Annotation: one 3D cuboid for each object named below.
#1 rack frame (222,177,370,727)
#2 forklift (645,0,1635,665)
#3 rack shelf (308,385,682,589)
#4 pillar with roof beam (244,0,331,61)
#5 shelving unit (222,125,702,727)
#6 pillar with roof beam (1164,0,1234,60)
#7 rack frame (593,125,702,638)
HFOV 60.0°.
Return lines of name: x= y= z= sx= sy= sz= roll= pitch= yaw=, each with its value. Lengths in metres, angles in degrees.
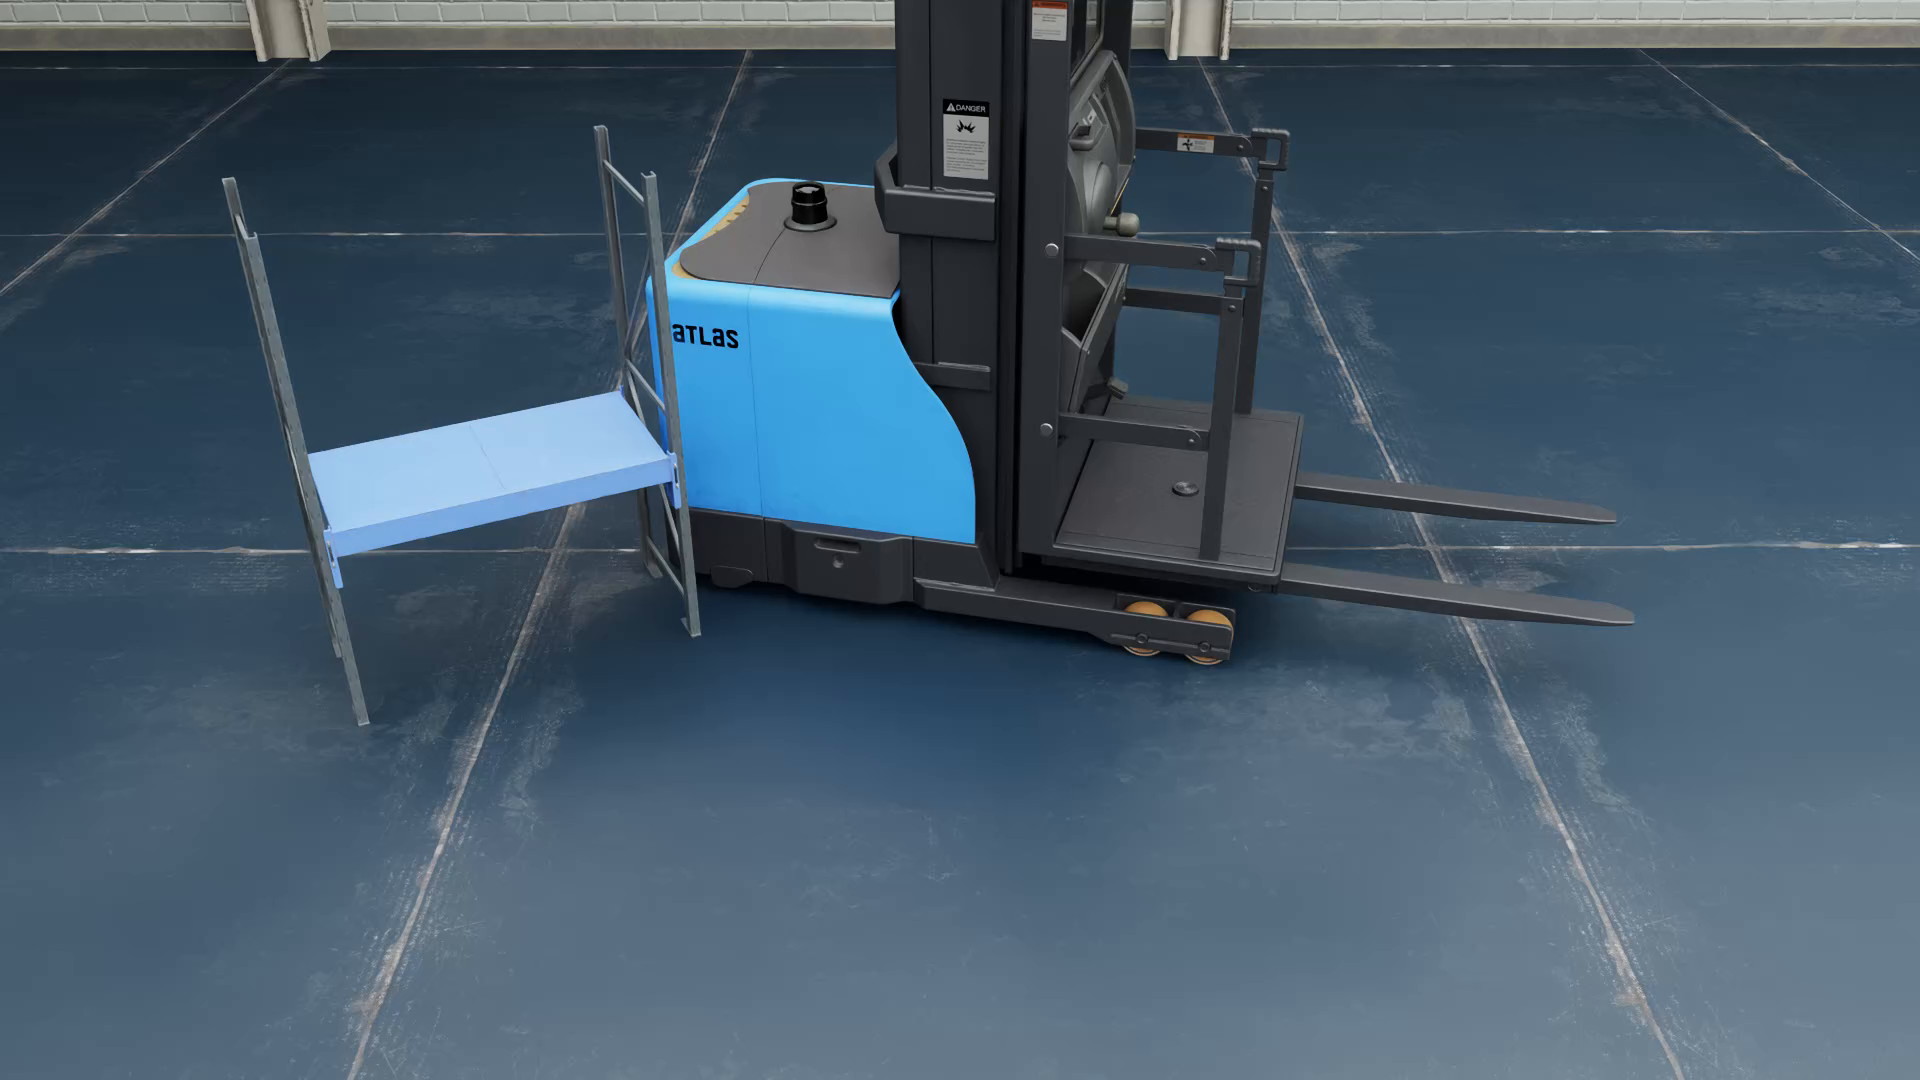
rack frame: x=-1.851 y=-0.214 z=4.657 sx=0.032 sy=1.500 sz=0.500 roll=-15 pitch=34 yaw=-23
forklift: x=0.607 y=-1.174 z=4.860 sx=3.031 sy=2.935 sz=1.130 roll=7 pitch=32 yaw=12
rack shelf: x=-1.397 y=-0.179 z=4.945 sx=1.000 sy=0.185 sz=0.538 roll=-15 pitch=34 yaw=-23
pillar with roof beam: x=-4.400 y=-4.845 z=5.060 sx=0.400 sy=9.000 sz=9.100 roll=0 pitch=31 yaw=0
shelving unit: x=-1.397 y=-0.332 z=4.852 sx=1.048 sy=1.500 sz=0.538 roll=-15 pitch=34 yaw=-23
pillar with roof beam: x=1.600 y=-4.864 z=5.091 sx=0.400 sy=9.000 sz=9.100 roll=0 pitch=31 yaw=0
rack frame: x=-0.943 y=-0.451 z=5.047 sx=0.032 sy=1.500 sz=0.500 roll=-15 pitch=34 yaw=-23
